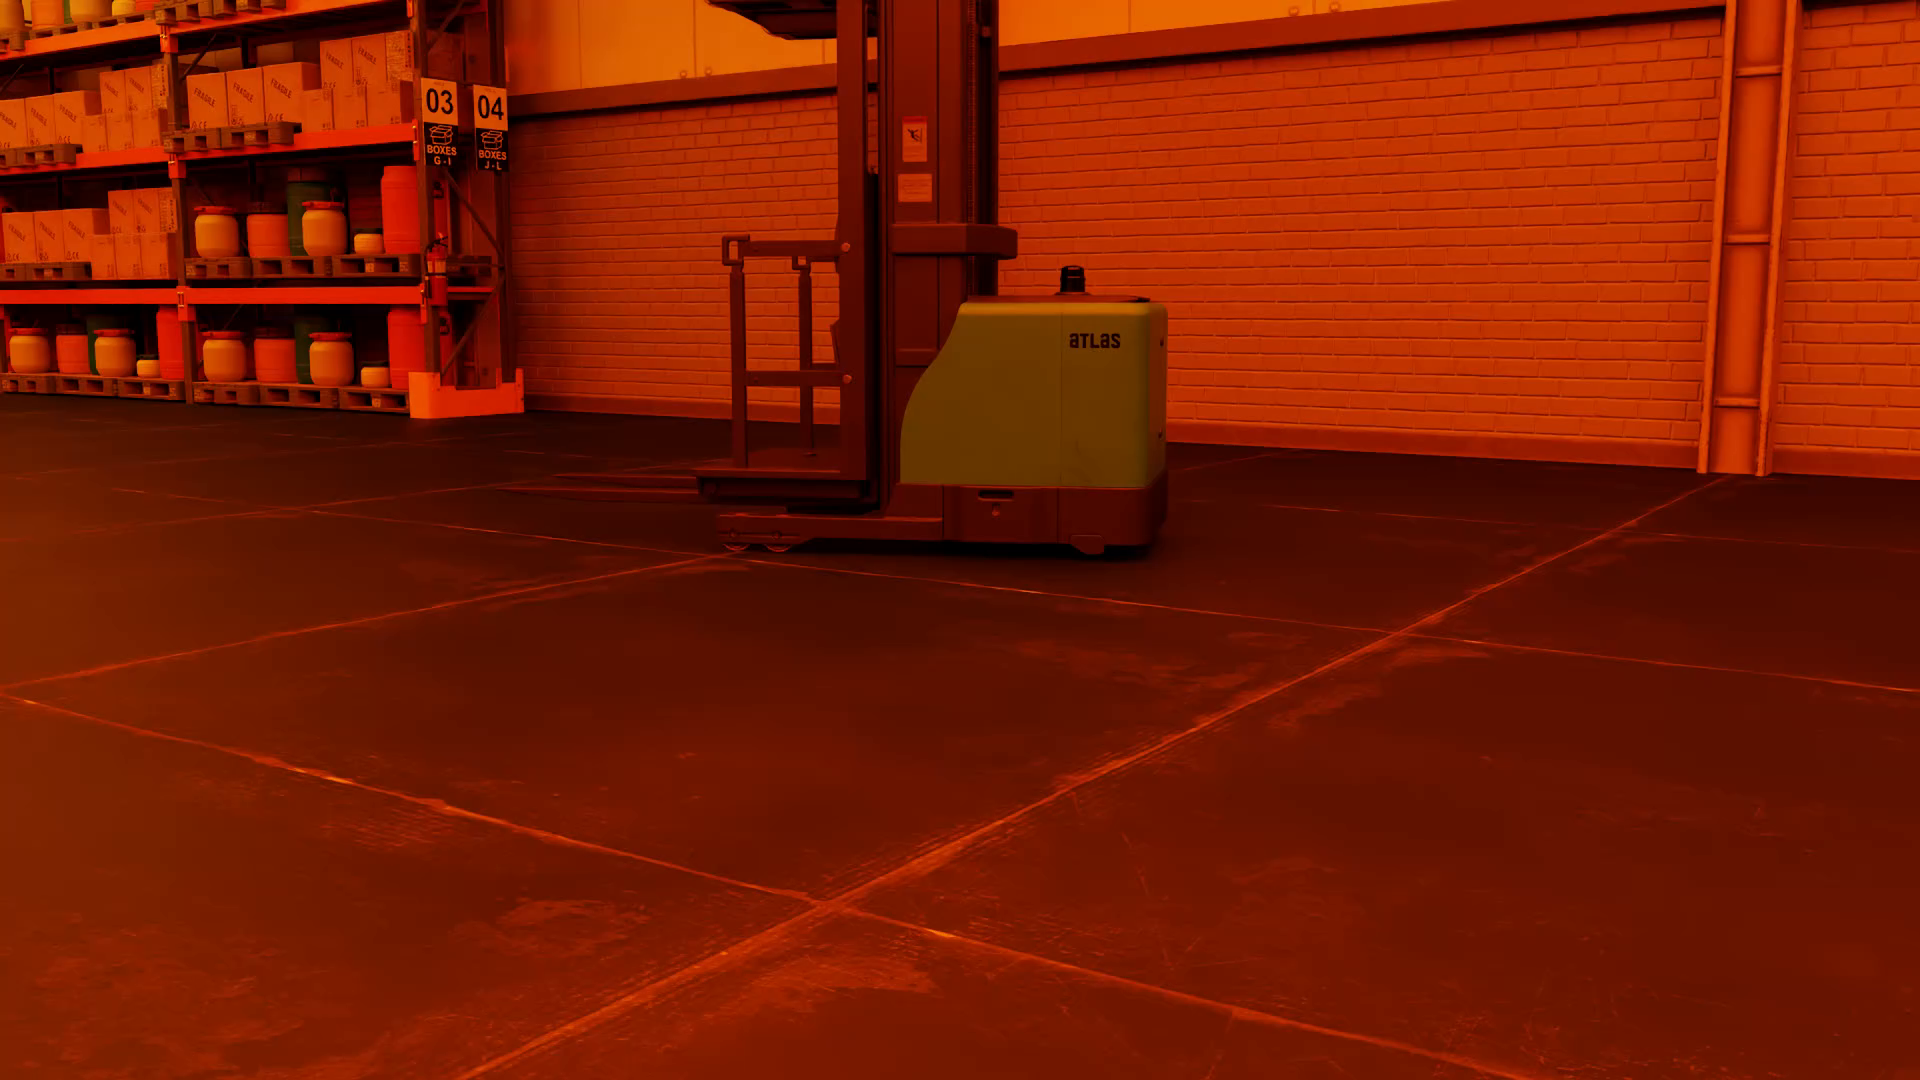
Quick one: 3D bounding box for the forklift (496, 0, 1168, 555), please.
[{"bbox_3d":[-0.596,-1.469,7.520,3.031,2.935,1.130,2,8,12],"label":"forklift"}]
